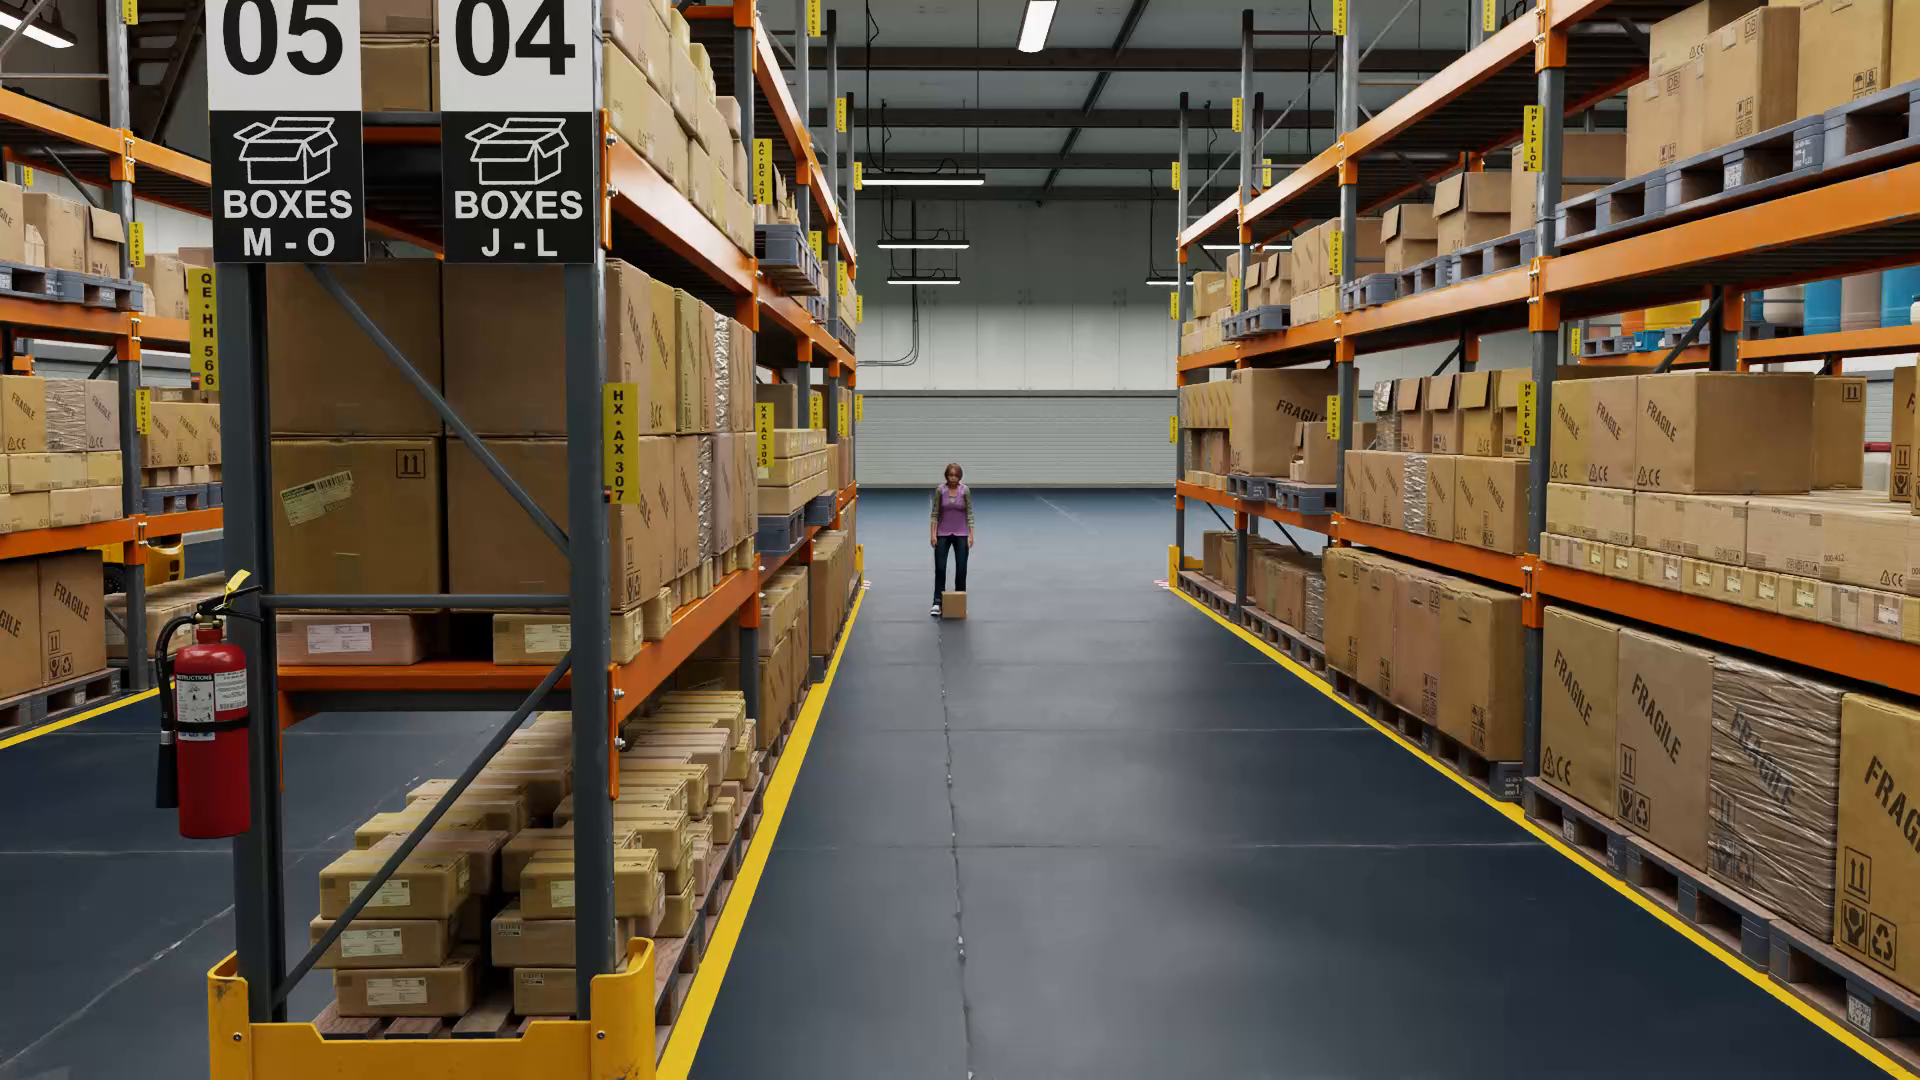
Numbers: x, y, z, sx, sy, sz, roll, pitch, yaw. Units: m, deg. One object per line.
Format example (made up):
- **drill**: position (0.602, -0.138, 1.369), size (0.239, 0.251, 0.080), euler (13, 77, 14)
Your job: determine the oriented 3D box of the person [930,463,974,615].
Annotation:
- **person**: position (-0.082, -0.015, 17.453), size (0.462, 1.594, 0.343), euler (0, 4, -1)
